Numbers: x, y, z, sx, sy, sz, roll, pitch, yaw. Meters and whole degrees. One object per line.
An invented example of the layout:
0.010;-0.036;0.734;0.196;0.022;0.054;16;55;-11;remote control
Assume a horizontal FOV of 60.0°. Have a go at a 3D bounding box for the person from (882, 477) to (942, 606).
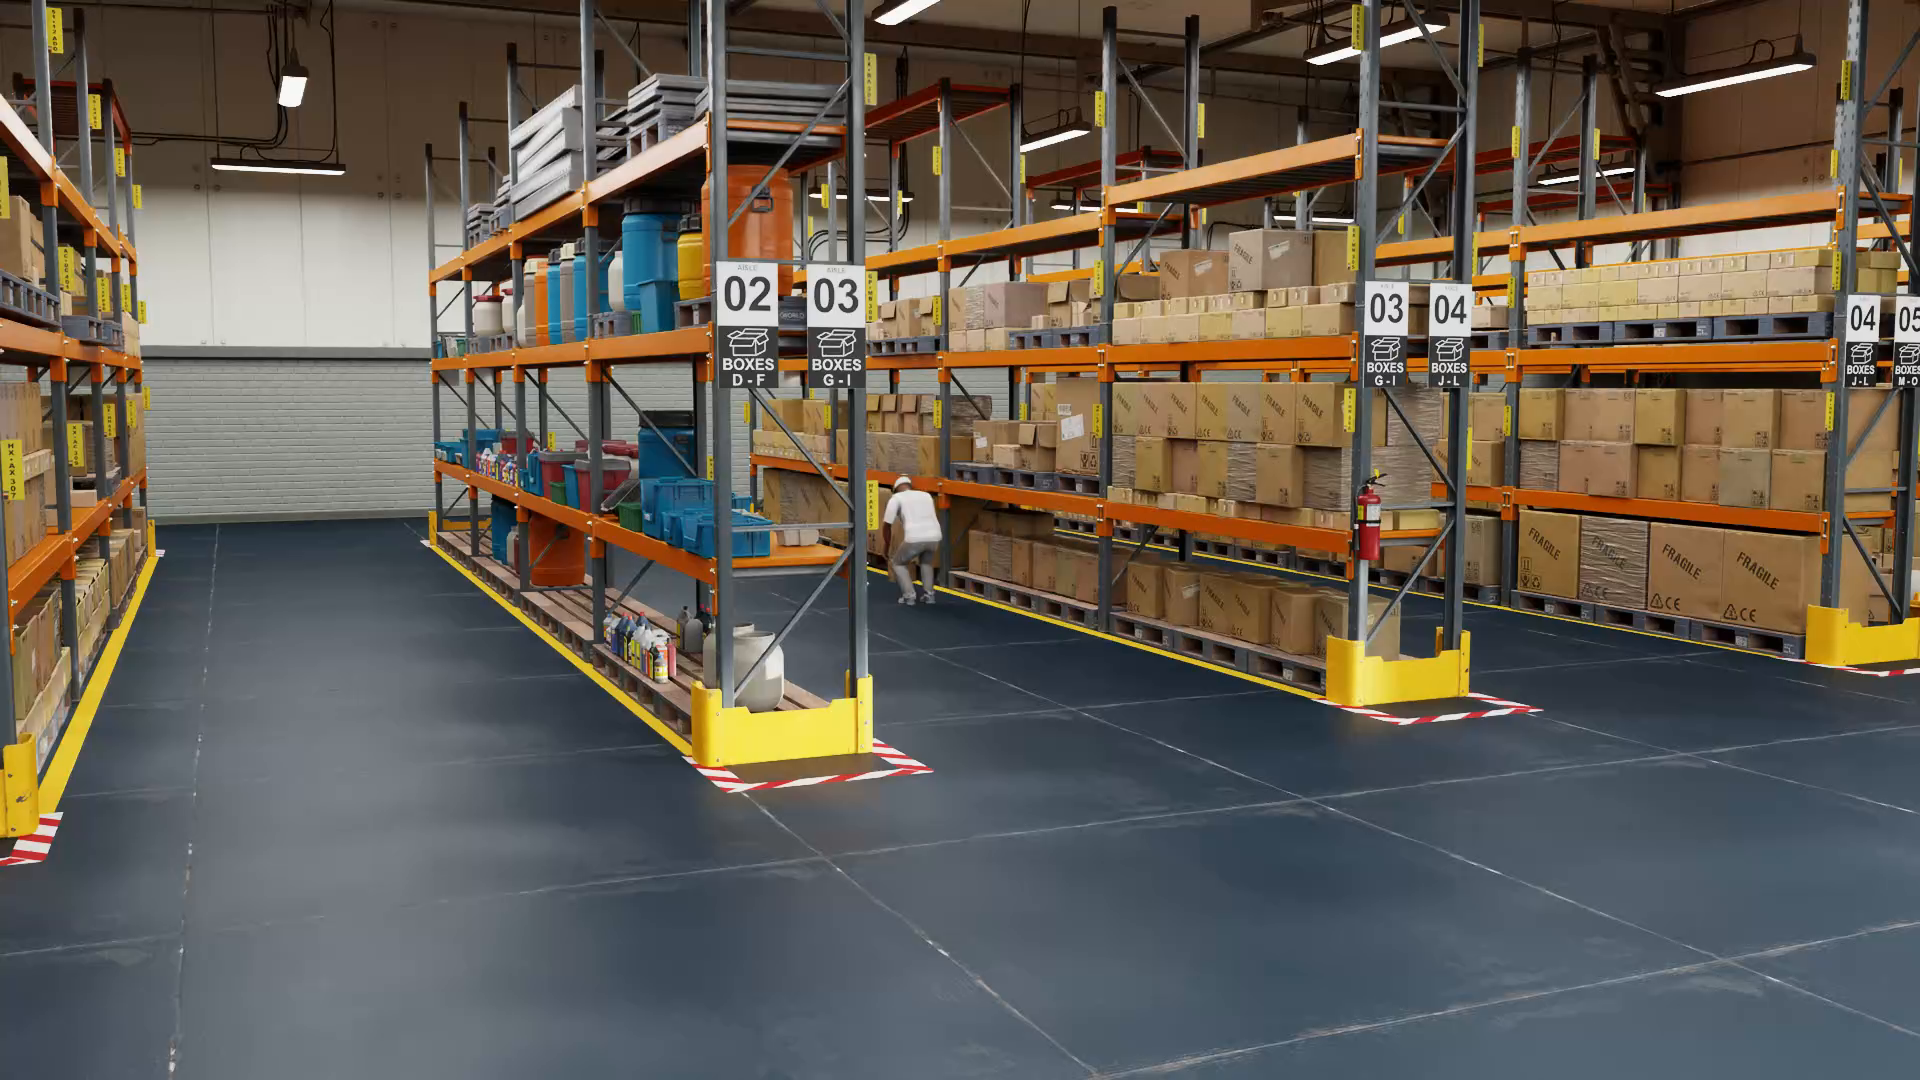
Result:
-0.533;0.007;18.508;0.632;1.405;0.762;-2;6;-24;person
